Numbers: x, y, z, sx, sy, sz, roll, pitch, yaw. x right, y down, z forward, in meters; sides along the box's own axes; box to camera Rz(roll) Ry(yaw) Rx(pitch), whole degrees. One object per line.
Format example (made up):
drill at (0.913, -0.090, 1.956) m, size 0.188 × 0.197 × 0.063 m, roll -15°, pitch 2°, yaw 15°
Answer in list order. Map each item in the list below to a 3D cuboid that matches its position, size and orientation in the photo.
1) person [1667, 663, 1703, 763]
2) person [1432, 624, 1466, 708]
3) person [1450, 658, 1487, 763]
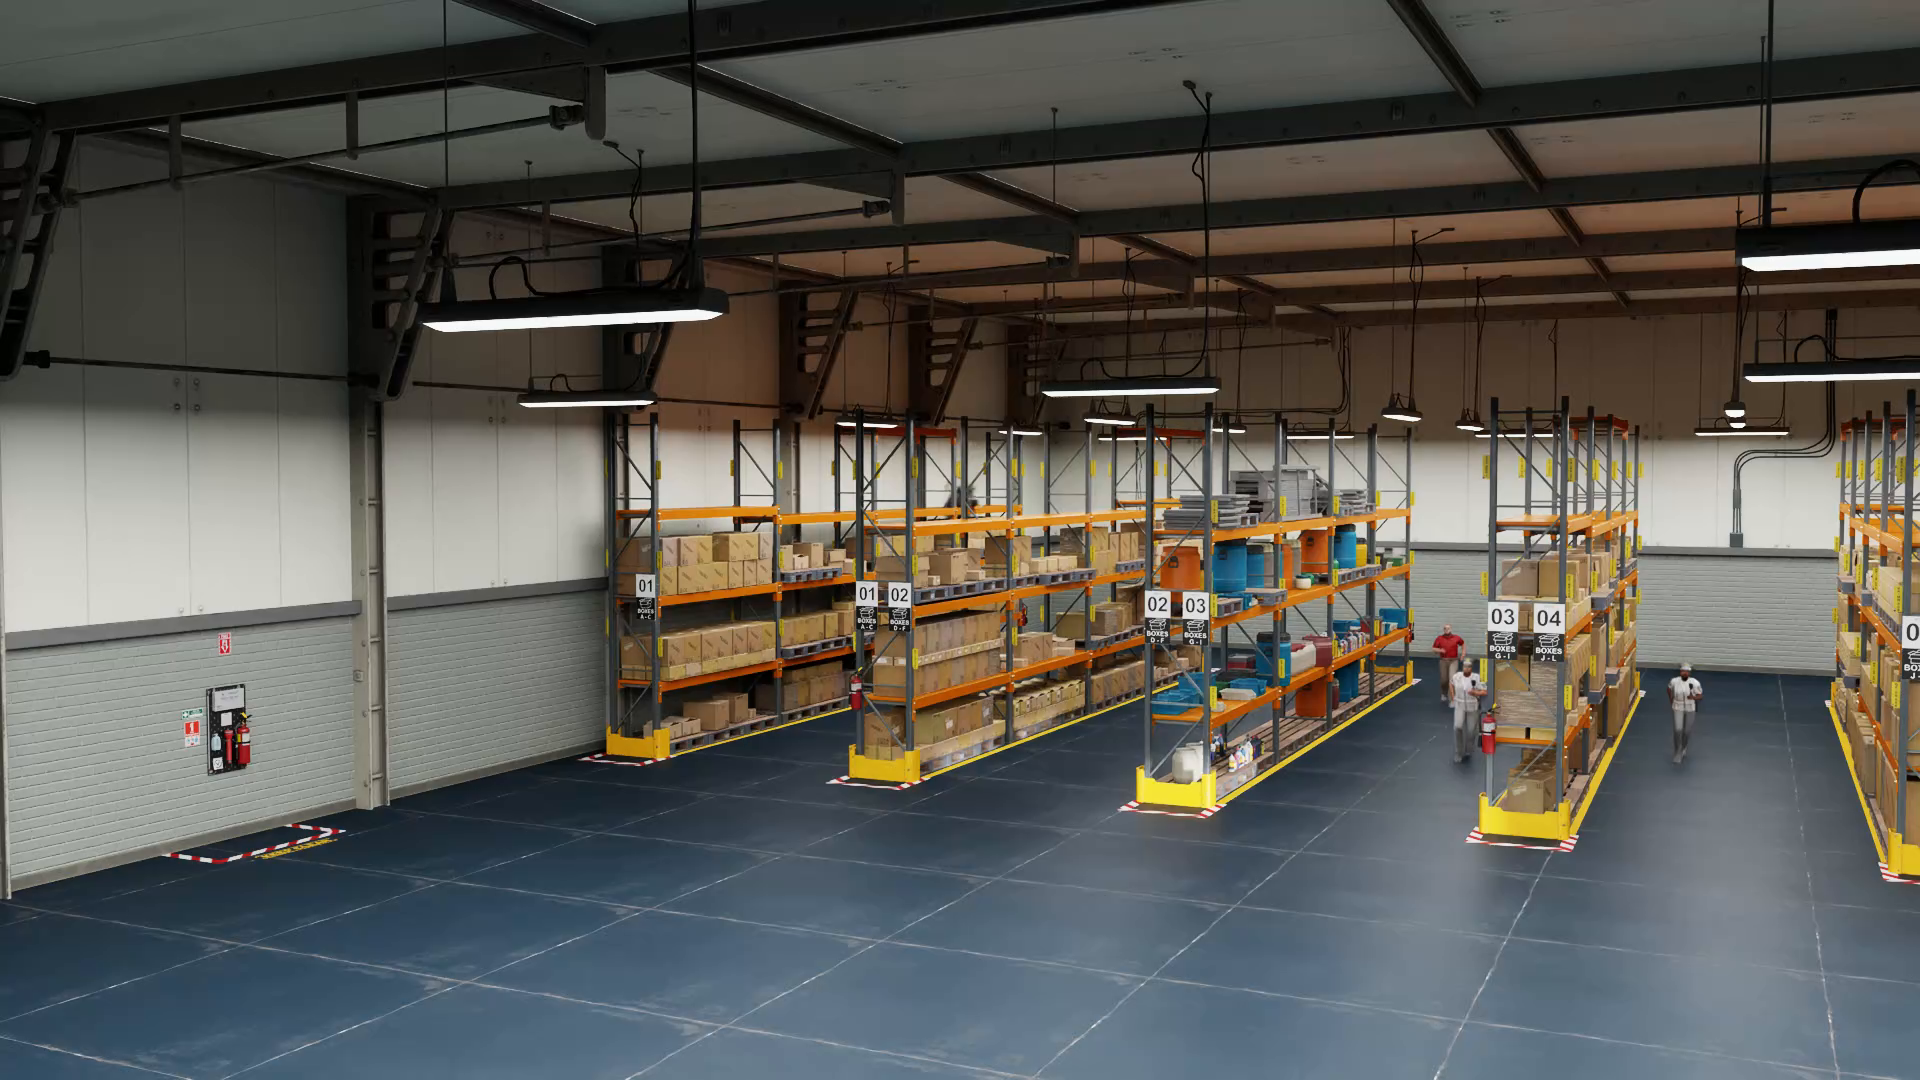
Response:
person at (12.490, 2.967, 28.654) m, size 0.554 × 1.741 × 0.794 m, roll 1°, pitch 3°, yaw 19°
person at (10.401, 2.668, 35.403) m, size 0.668 × 1.758 × 0.897 m, roll 1°, pitch 3°, yaw 20°
person at (8.760, 2.930, 28.667) m, size 0.636 × 1.842 × 0.831 m, roll 1°, pitch 3°, yaw 19°
